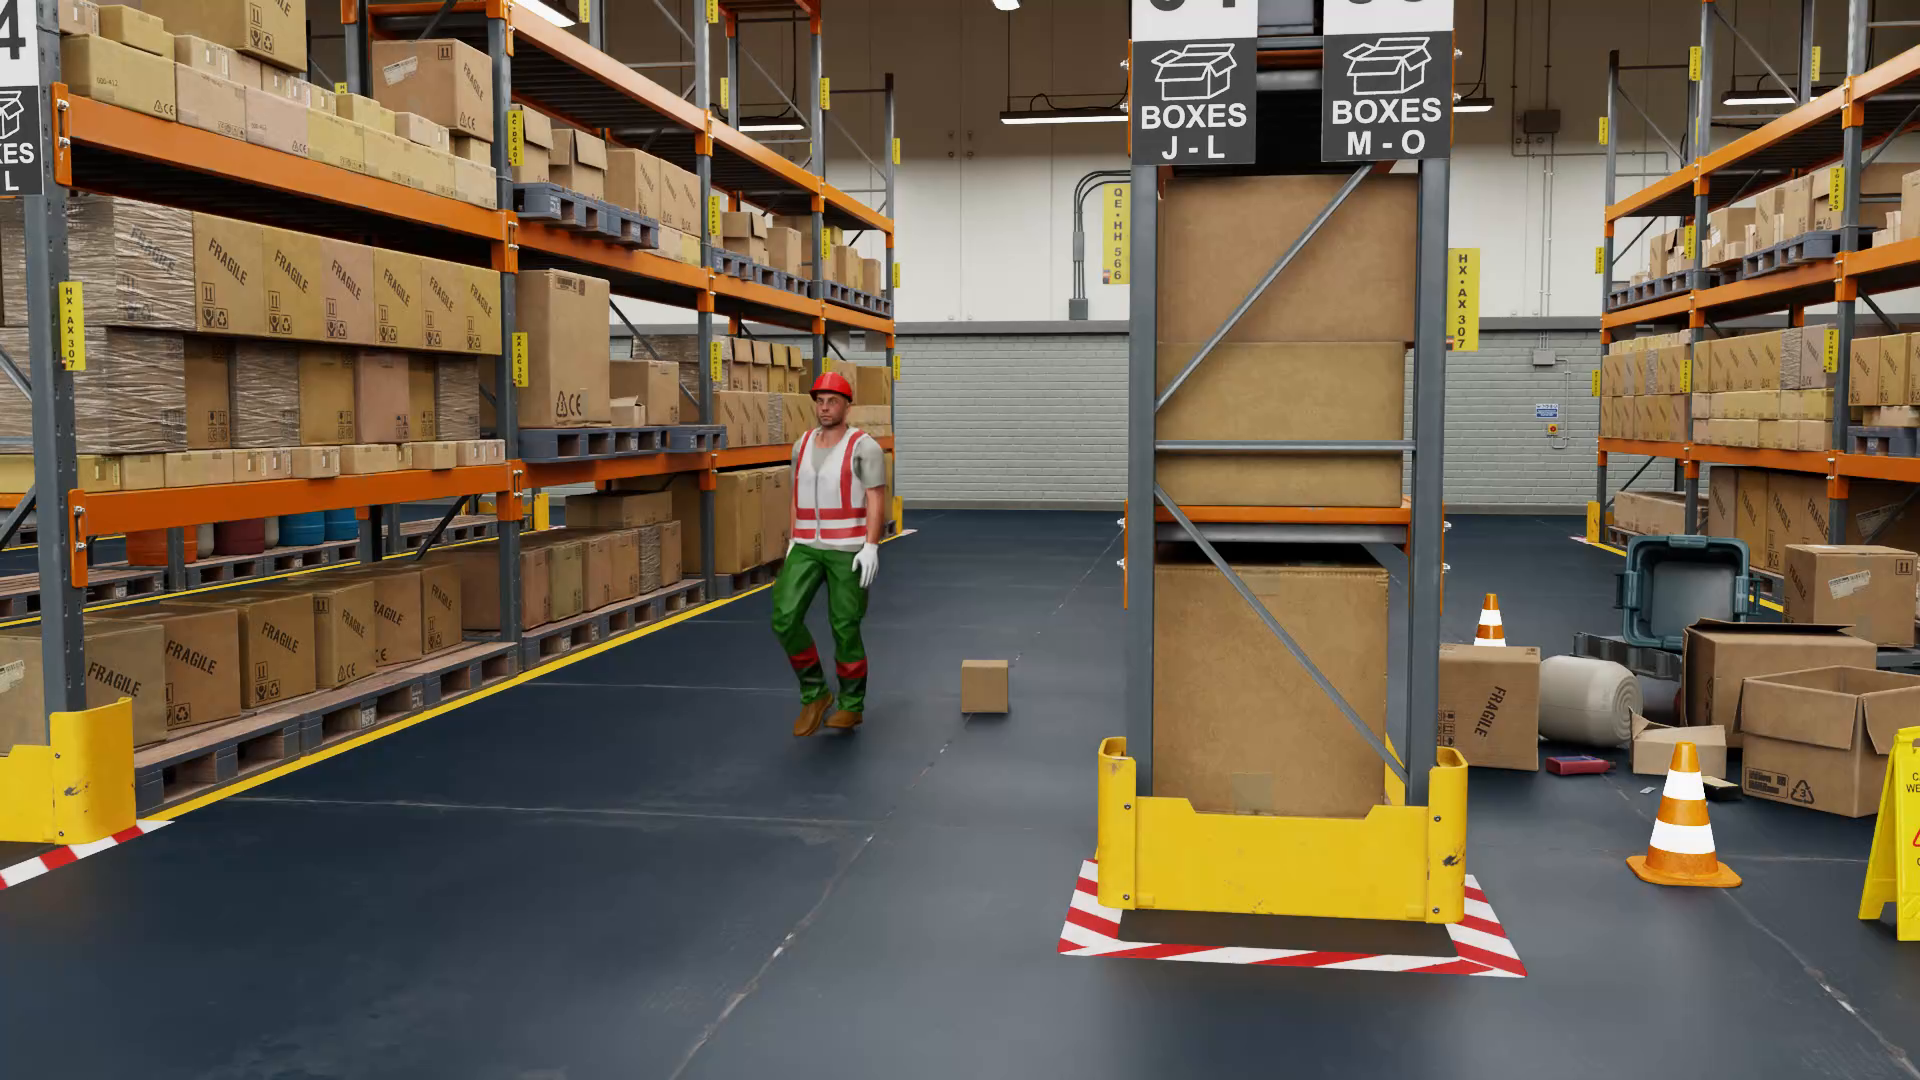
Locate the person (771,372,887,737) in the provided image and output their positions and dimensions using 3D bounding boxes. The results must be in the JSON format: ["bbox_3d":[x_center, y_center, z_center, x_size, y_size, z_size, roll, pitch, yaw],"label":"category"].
[{"bbox_3d":[-0.663,0.084,8.258,0.586,1.833,0.478,2,5,23],"label":"person"}]
